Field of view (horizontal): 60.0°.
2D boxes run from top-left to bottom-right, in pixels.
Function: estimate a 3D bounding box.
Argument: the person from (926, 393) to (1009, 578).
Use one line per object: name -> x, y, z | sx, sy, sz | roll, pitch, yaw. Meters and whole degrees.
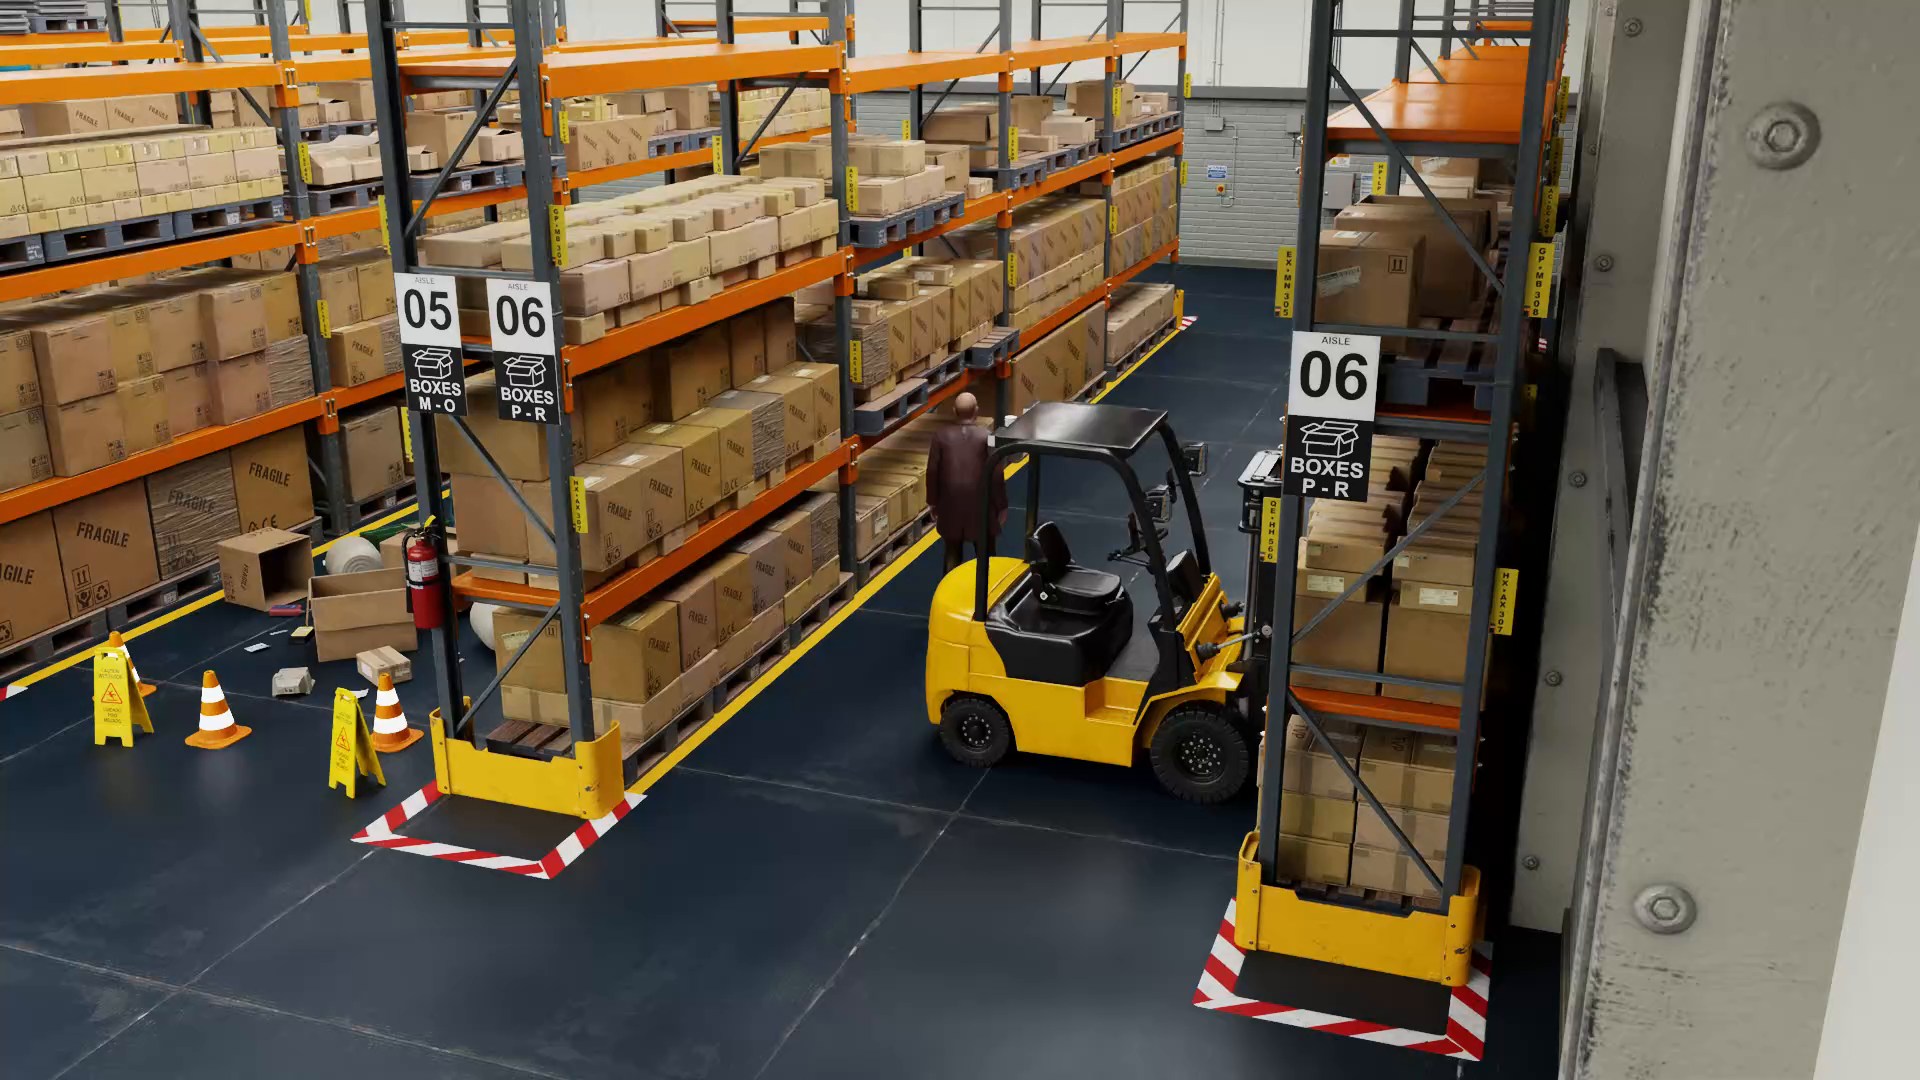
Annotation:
person -> 0.054, -0.259, 12.864 | 0.654, 1.774, 0.419 | 5, 19, 14
